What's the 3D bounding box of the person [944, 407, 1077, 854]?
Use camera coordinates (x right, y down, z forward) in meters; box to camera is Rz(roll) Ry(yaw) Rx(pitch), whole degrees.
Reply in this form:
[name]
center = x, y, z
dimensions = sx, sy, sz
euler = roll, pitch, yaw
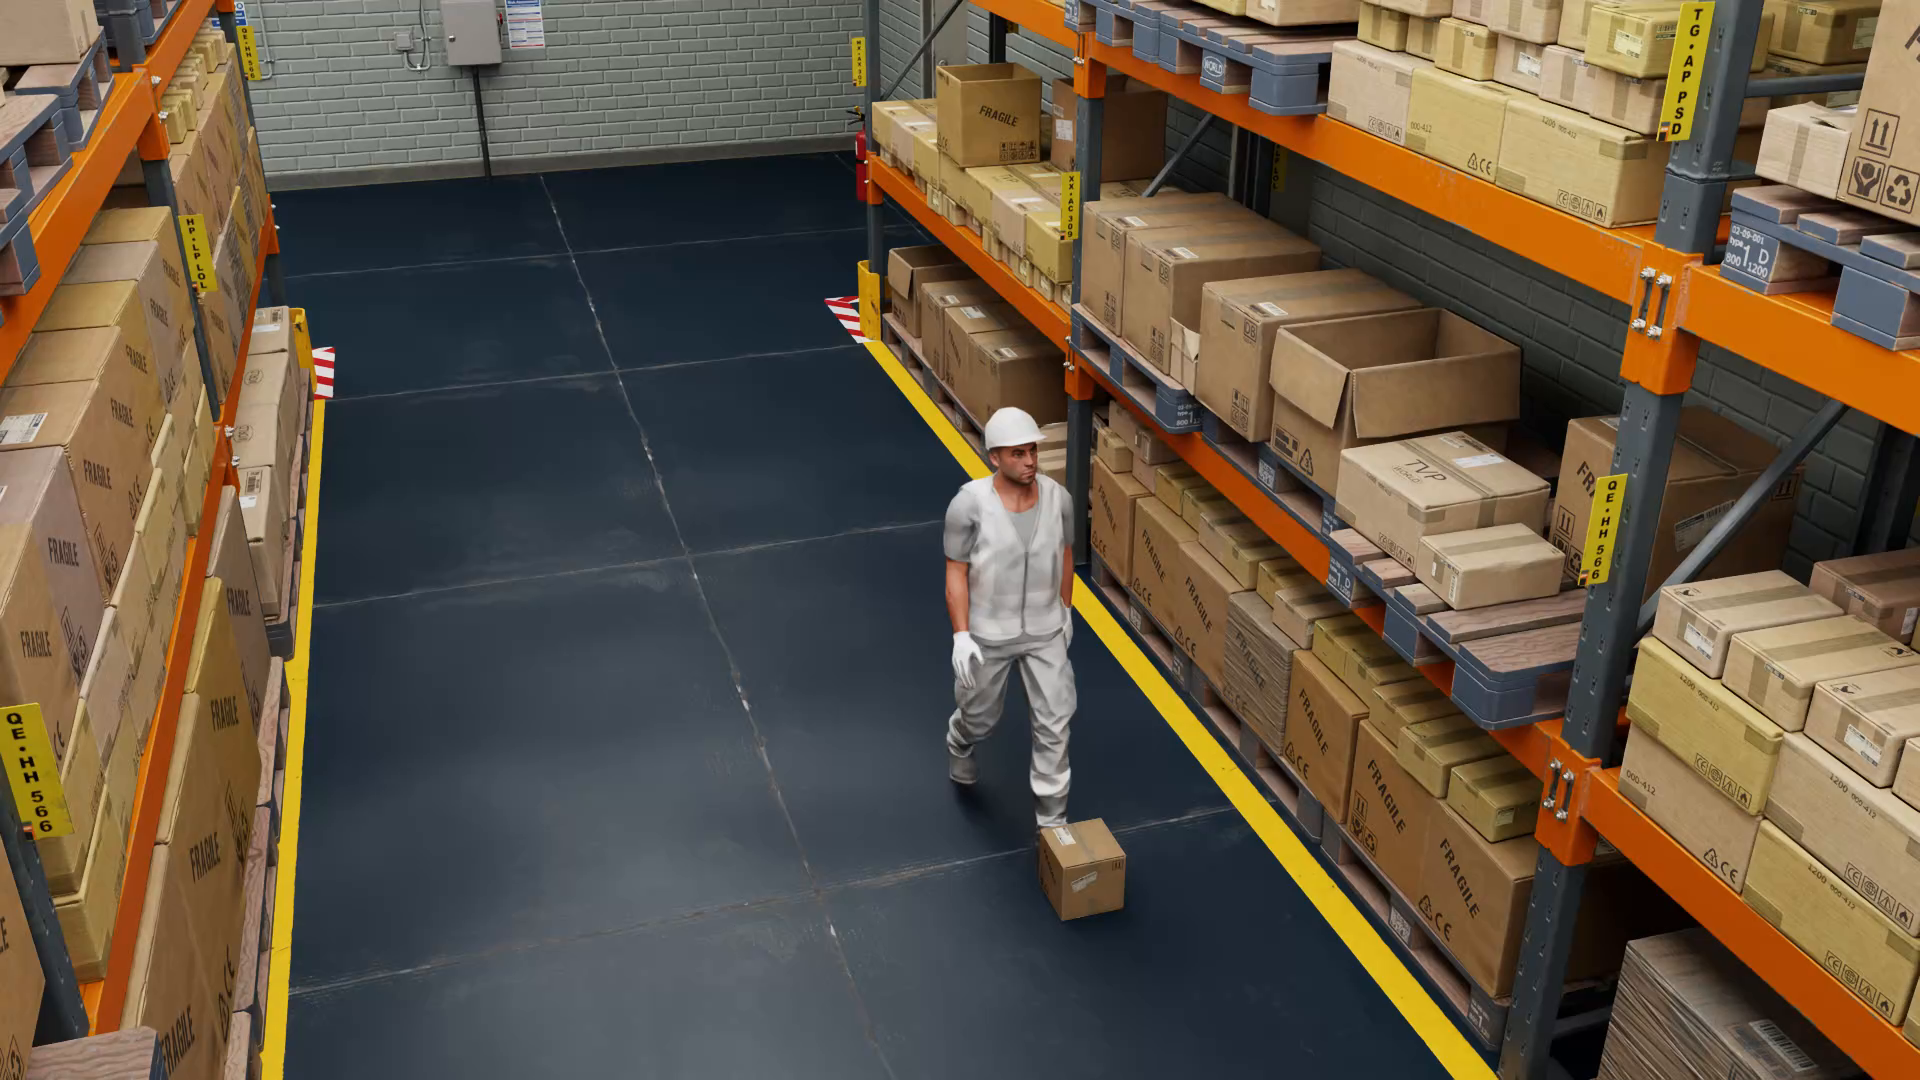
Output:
[person]
center = 0.213, 0.361, 6.350
dimensions = 0.556, 1.760, 0.912
euler = -6, 27, -12
